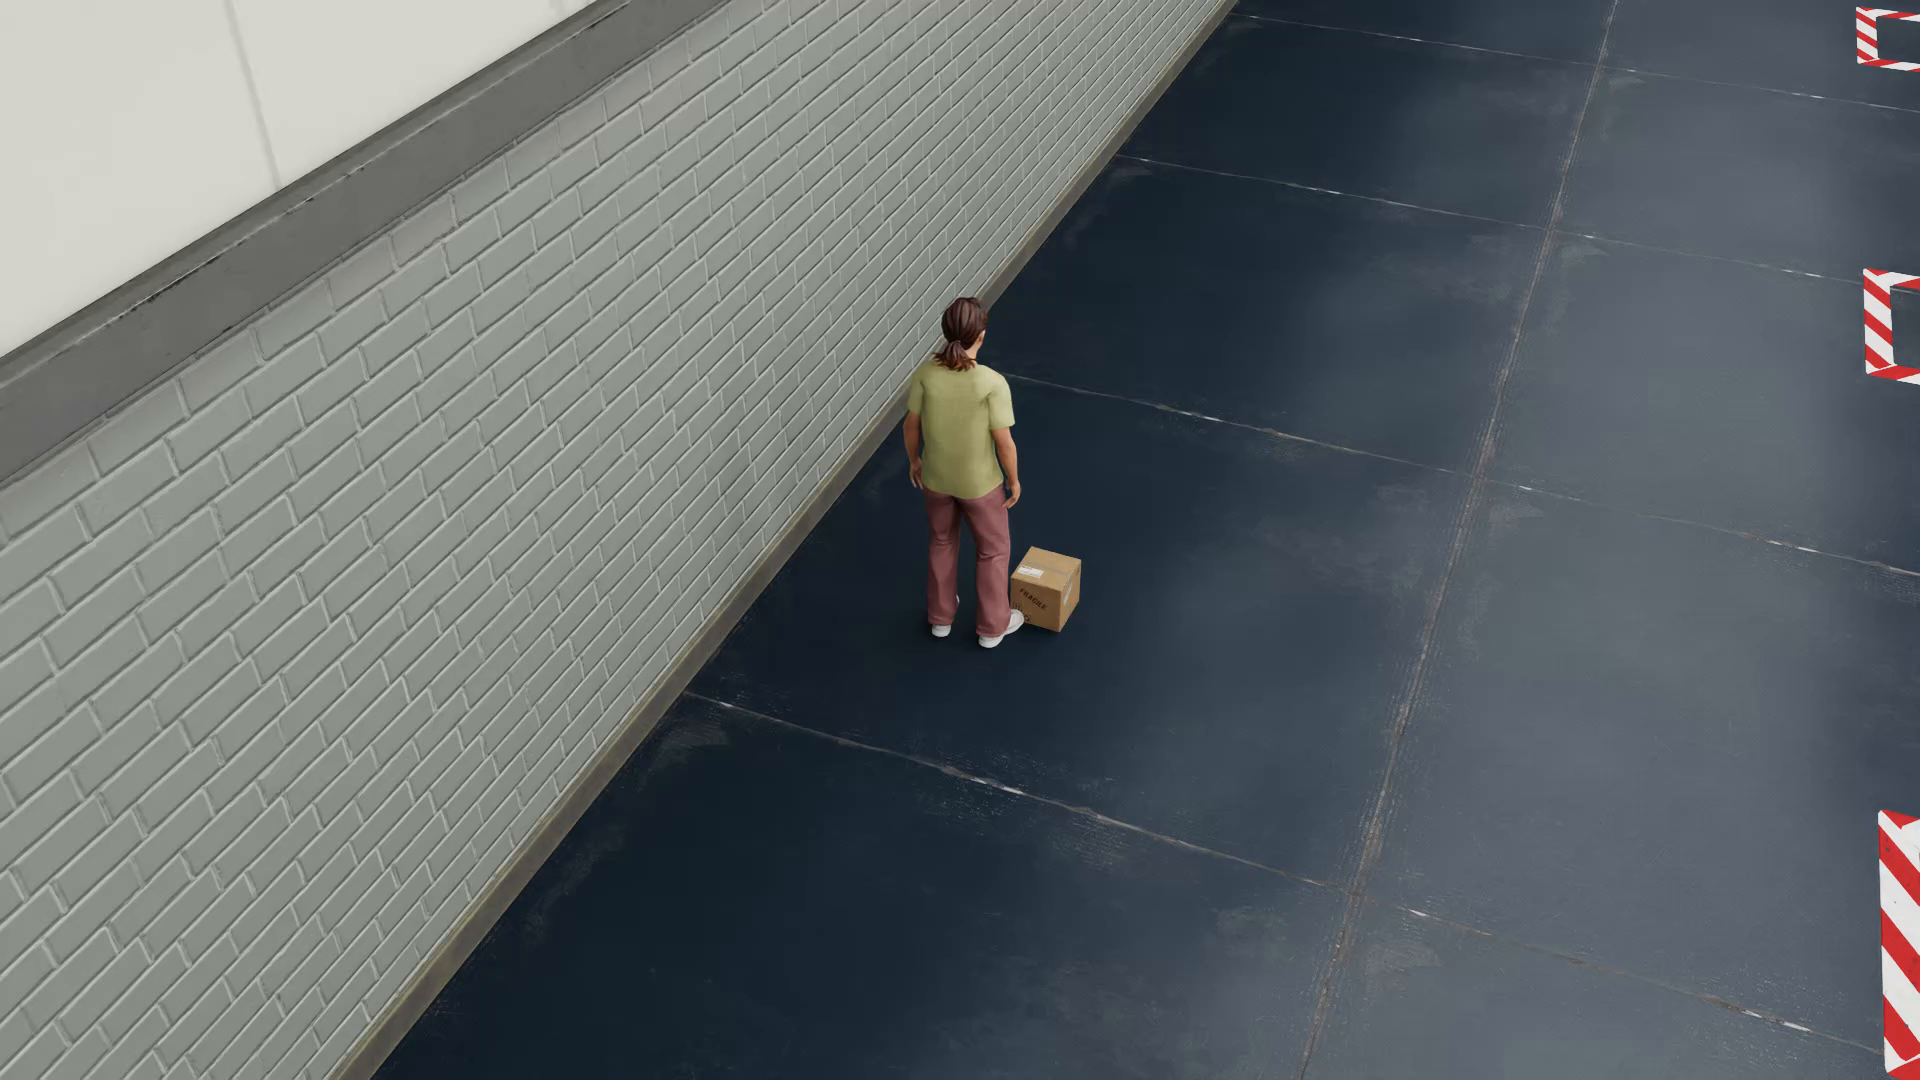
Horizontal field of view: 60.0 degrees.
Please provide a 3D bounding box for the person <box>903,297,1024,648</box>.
[{"bbox_3d":[0.018,-0.269,7.169,0.510,1.672,0.352,13,40,17],"label":"person"}]
